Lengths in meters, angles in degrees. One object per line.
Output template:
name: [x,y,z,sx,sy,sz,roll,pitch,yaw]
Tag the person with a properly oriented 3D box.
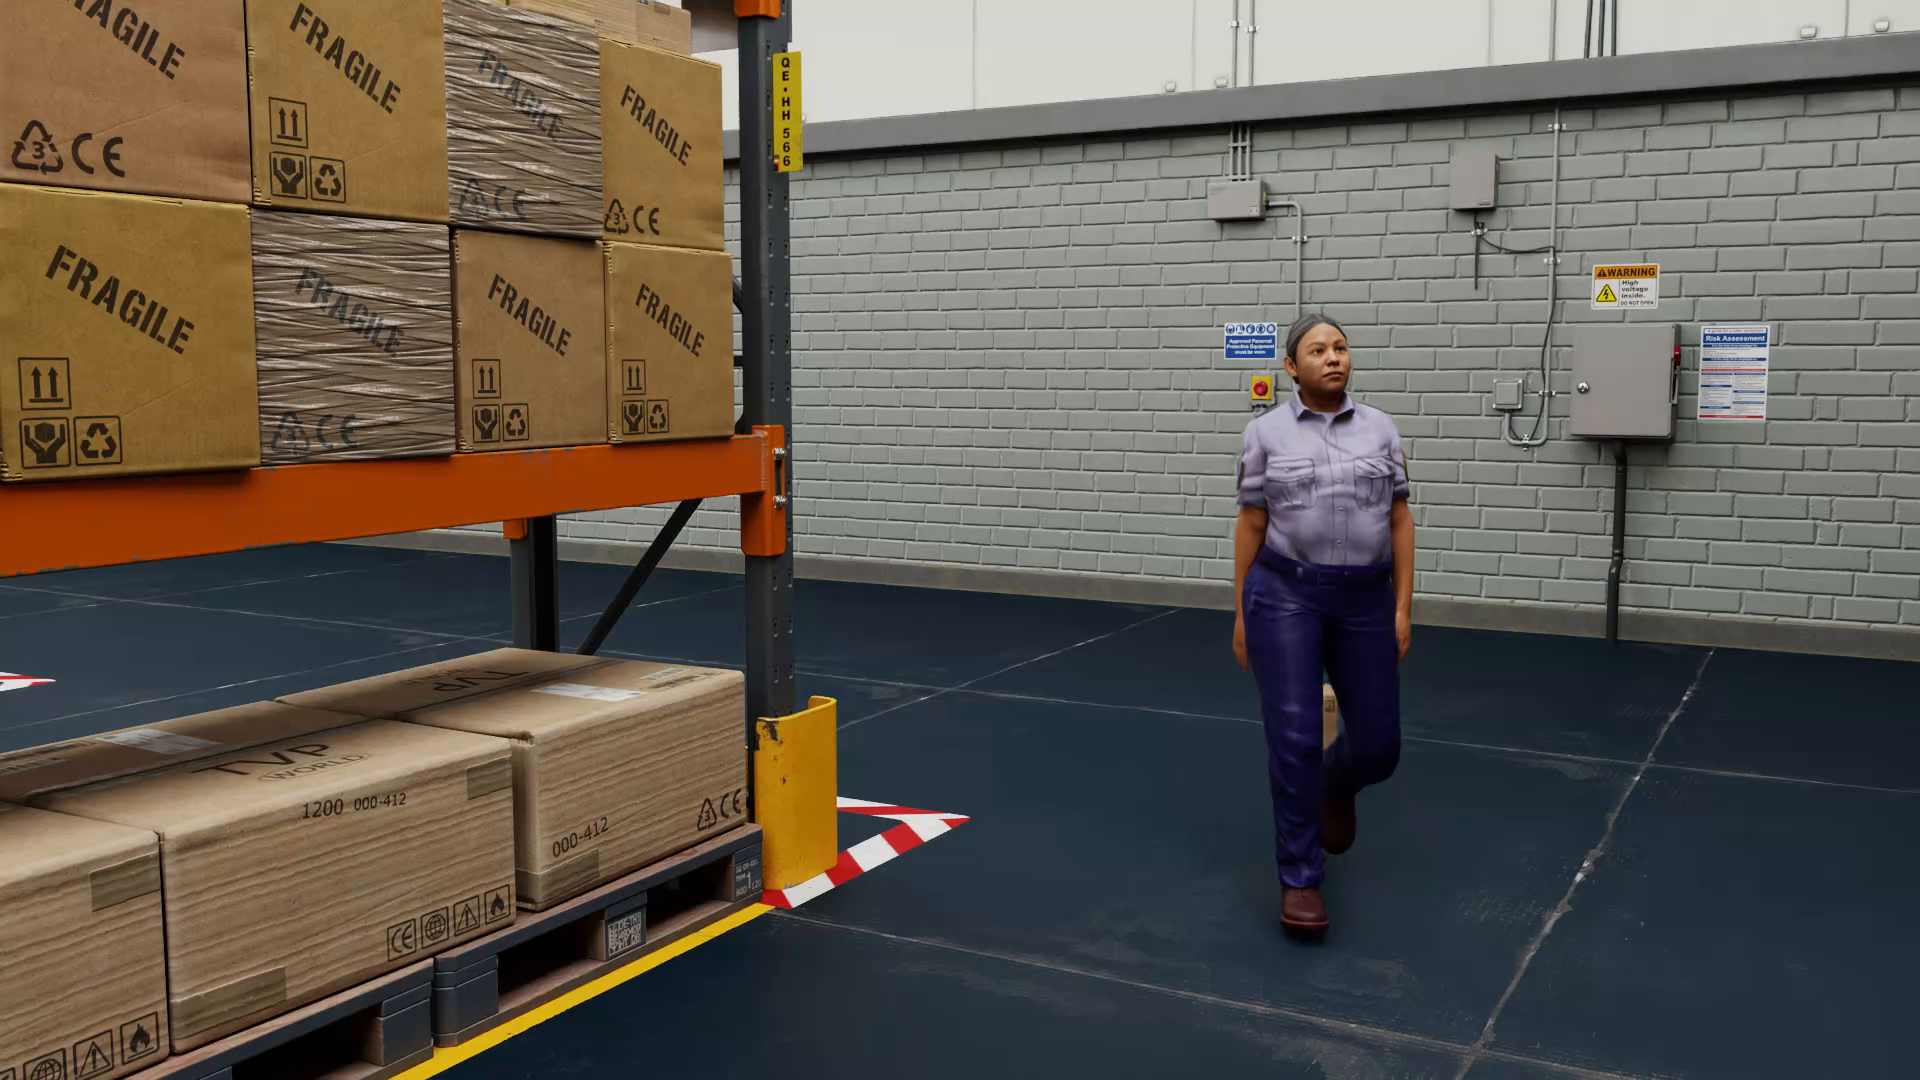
person: [0.999,0.199,4.574,0.488,1.583,0.731,0,6,-1]
